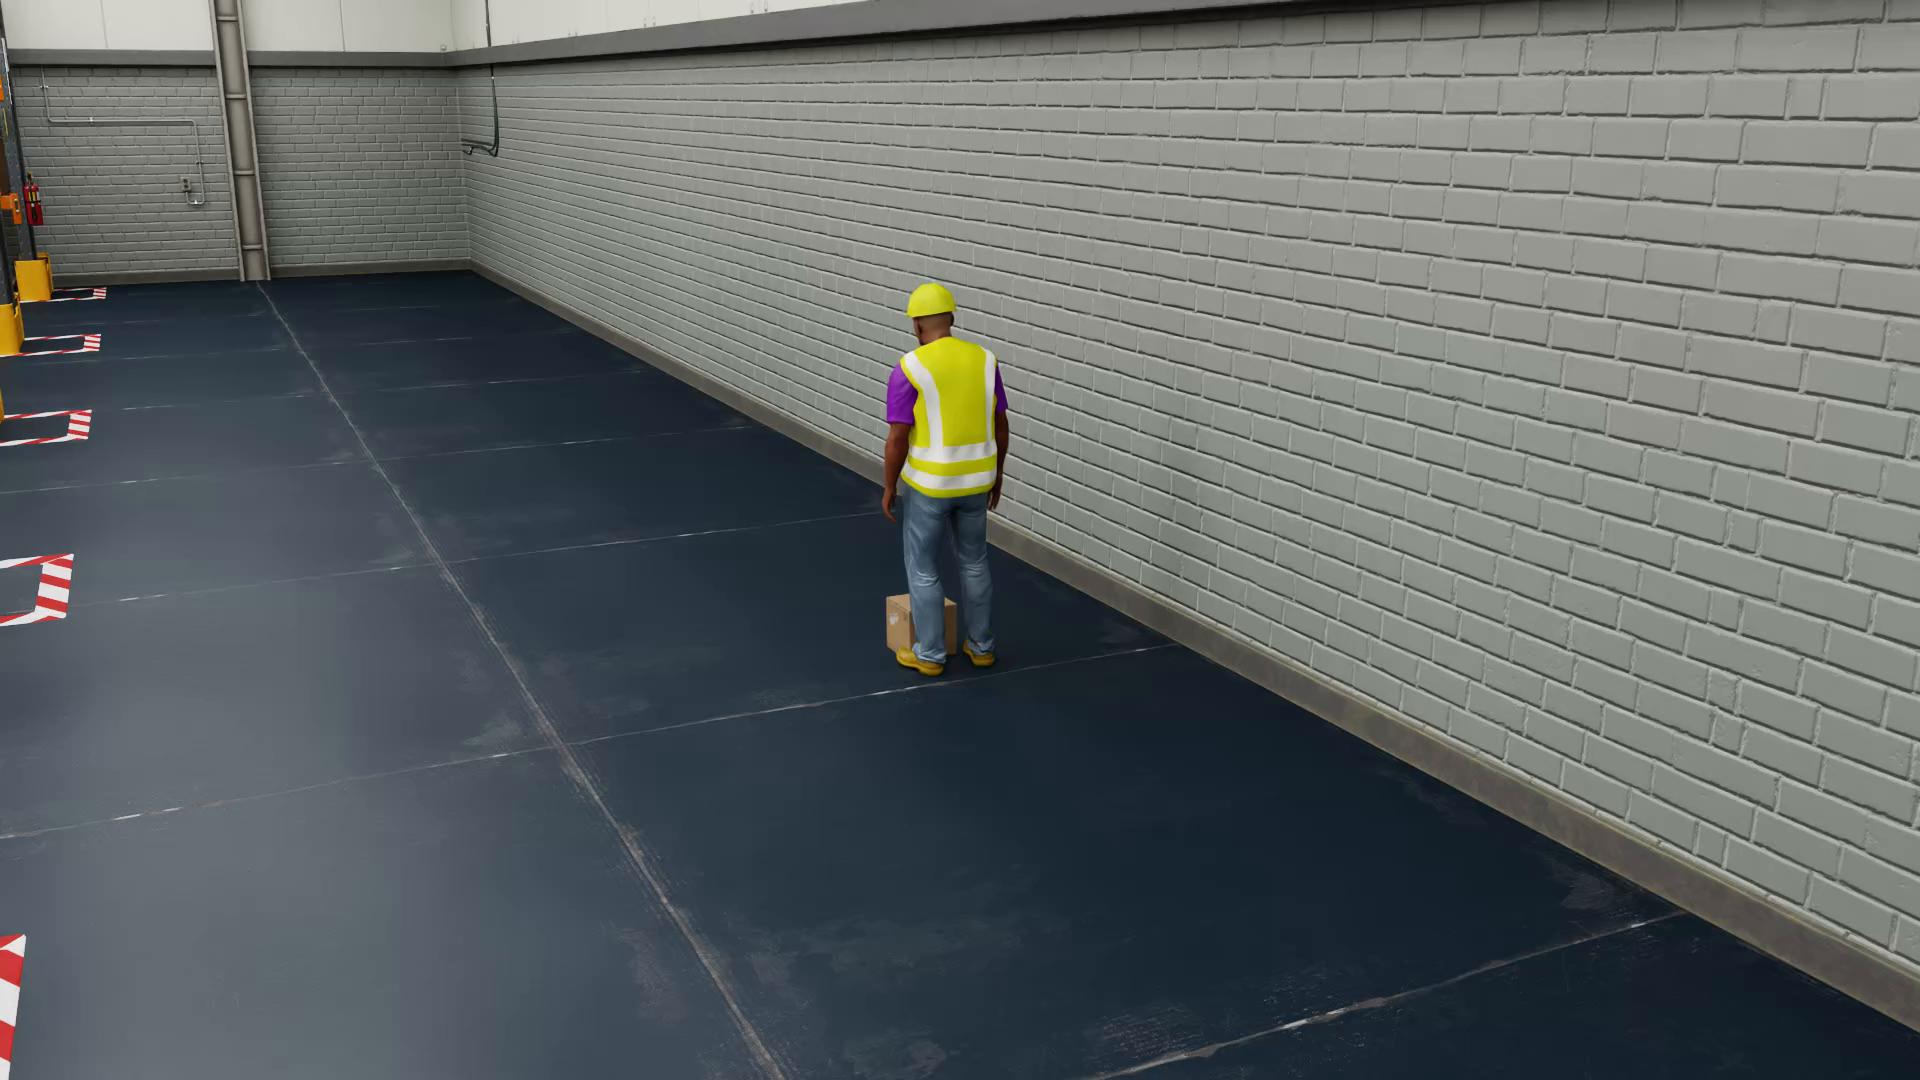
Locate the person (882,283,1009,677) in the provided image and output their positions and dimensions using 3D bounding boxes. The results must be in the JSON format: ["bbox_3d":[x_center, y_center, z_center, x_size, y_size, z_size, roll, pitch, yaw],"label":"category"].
[{"bbox_3d":[-0.074,-0.270,7.485,0.621,1.759,0.461,-8,17,-27],"label":"person"}]
